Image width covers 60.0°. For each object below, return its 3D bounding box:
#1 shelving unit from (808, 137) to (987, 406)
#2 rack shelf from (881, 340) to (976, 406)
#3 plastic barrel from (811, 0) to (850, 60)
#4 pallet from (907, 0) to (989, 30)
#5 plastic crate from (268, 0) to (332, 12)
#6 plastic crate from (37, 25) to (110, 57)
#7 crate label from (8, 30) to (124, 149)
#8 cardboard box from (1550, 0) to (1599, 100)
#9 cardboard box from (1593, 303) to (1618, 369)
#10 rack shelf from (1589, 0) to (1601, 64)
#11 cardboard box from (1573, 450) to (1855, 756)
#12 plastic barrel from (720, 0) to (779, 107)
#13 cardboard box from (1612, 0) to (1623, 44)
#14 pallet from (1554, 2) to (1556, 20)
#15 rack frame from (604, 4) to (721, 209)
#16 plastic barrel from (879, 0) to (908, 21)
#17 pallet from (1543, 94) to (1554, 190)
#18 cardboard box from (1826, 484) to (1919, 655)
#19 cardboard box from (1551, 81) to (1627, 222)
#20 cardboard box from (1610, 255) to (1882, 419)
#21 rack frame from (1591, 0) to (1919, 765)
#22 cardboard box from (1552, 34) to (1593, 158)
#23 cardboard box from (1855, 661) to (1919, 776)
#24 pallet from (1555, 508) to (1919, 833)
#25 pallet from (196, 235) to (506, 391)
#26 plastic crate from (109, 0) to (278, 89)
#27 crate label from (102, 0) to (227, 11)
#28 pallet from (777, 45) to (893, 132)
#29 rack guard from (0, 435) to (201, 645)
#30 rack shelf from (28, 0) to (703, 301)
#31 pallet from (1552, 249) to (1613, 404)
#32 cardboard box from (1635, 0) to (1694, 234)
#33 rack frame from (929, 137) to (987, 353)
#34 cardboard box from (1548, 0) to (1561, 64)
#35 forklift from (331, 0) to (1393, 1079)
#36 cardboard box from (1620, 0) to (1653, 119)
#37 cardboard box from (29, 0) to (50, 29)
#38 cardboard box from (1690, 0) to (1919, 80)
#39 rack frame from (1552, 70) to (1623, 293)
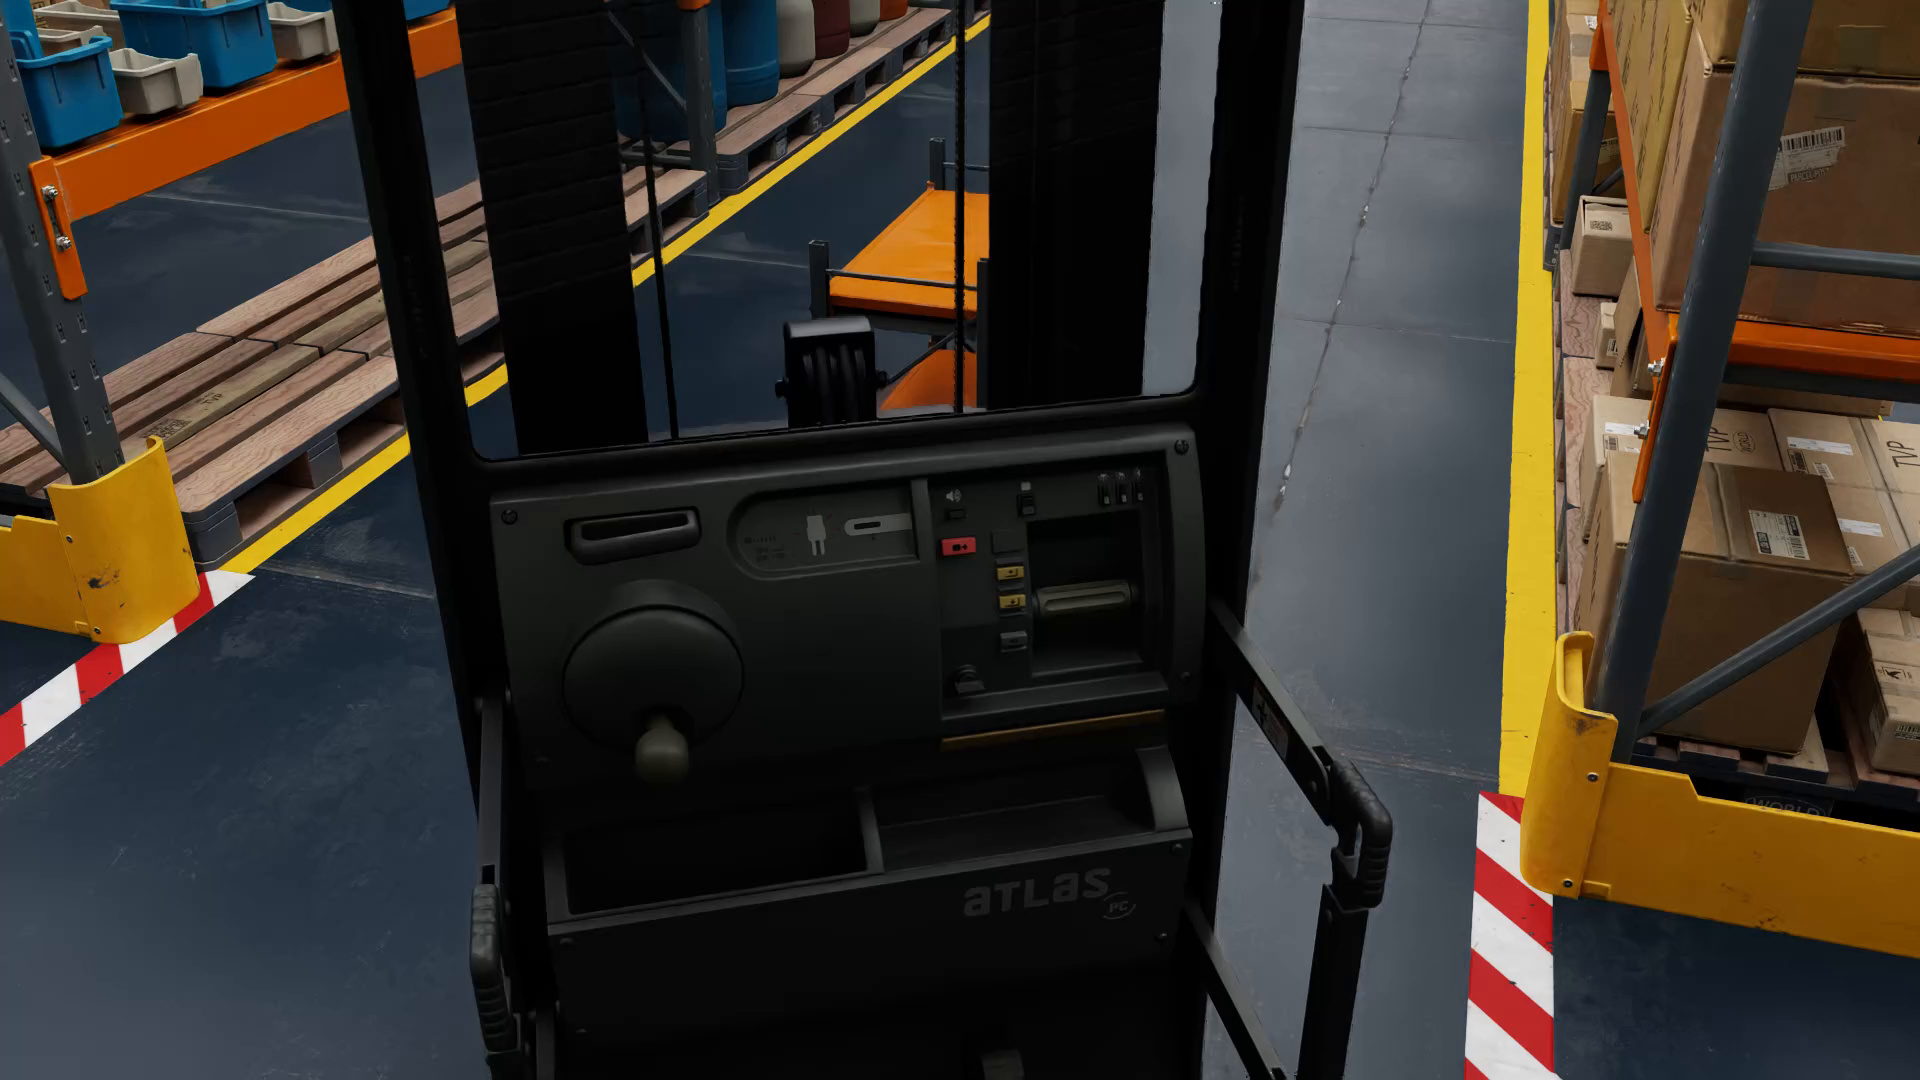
[{"bbox_3d":[-0.002,-0.488,4.971,0.538,1.125,1.048,8,30,15],"label":"shelving unit"},{"bbox_3d":[-0.002,-0.275,5.090,0.538,0.278,1.000,8,30,15],"label":"rack shelf"},{"bbox_3d":[-0.973,-3.274,10.099,0.600,0.588,0.708,8,30,15],"label":"plastic barrel"},{"bbox_3d":[-0.249,-4.035,12.286,1.003,0.211,1.213,8,30,15],"label":"pallet"},{"bbox_3d":[-2.088,-1.814,5.536,0.416,0.233,0.300,8,30,15],"label":"plastic crate"},{"bbox_3d":[-2.796,-1.497,5.065,0.396,0.136,0.243,8,30,15],"label":"plastic crate"},{"bbox_3d":[-2.475,-1.202,4.436,0.416,0.233,0.303,8,30,15],"label":"crate label"},{"bbox_3d":[3.513,-2.643,9.035,0.500,0.500,0.500,8,30,14],"label":"cardboard box"},{"bbox_3d":[2.472,-0.718,5.918,0.380,0.166,0.250,8,30,15],"label":"cardboard box"},{"bbox_3d":[3.633,-2.947,8.202,1.077,0.370,4.000,8,30,15],"label":"rack shelf"},{"bbox_3d":[1.796,0.139,4.033,0.500,0.500,0.500,8,30,15],"label":"cardboard box"},{"bbox_3d":[-1.304,-2.886,9.079,0.600,0.901,0.708,8,30,15],"label":"plastic barrel"},{"bbox_3d":[2.489,-1.939,5.547,0.500,0.500,0.500,9,30,16],"label":"cardboard box"},{"bbox_3d":[4.859,-3.914,12.069,1.003,0.211,1.213,8,30,15],"label":"pallet"},{"bbox_3d":[-1.688,-3.040,7.630,1.000,3.000,0.127,8,30,15],"label":"rack frame"},{"bbox_3d":[-0.641,-3.905,10.984,0.600,0.830,0.708,8,30,15],"label":"plastic barrel"},{"bbox_3d":[3.605,-2.065,8.746,1.003,0.211,1.213,8,30,15],"label":"pallet"},{"bbox_3d":[2.449,0.092,4.375,0.500,0.250,0.500,8,30,15],"label":"cardboard box"},{"bbox_3d":[2.917,-1.702,7.343,0.500,0.500,0.500,8,30,15],"label":"cardboard box"},{"bbox_3d":[2.499,-0.559,5.285,0.797,0.503,0.637,8,30,15],"label":"cardboard box"},{"bbox_3d":[1.872,-0.473,3.015,1.000,3.000,0.127,8,30,15],"label":"rack frame"},{"bbox_3d":[3.218,-2.163,8.172,0.500,0.500,0.500,9,30,15],"label":"cardboard box"},{"bbox_3d":[2.323,0.435,3.862,0.380,0.149,0.250,8,30,15],"label":"cardboard box"},{"bbox_3d":[2.127,0.340,4.422,1.003,0.211,1.213,8,30,15],"label":"pallet"},{"bbox_3d":[-2.223,-0.906,6.661,1.003,0.211,1.213,8,30,15],"label":"pallet"},{"bbox_3d":[-2.282,-1.508,4.986,0.416,0.233,0.300,8,30,15],"label":"plastic crate"},{"bbox_3d":[-2.639,-1.763,5.543,0.396,0.136,0.243,8,30,15],"label":"crate label"},{"bbox_3d":[-1.065,-2.743,9.964,1.003,0.211,1.213,8,30,15],"label":"pallet"},{"bbox_3d":[-2.857,-0.076,4.873,1.175,0.500,0.348,8,30,15],"label":"rack guard"},{"bbox_3d":[-2.275,-1.797,6.134,1.077,0.370,4.000,8,30,15],"label":"rack shelf"},{"bbox_3d":[2.844,-0.794,6.461,1.003,0.211,1.213,8,30,15],"label":"pallet"},{"bbox_3d":[1.892,-1.005,3.869,0.500,0.500,0.500,9,30,15],"label":"cardboard box"},{"bbox_3d":[0.147,-0.725,5.396,0.500,1.125,0.032,8,30,15],"label":"rack frame"},{"bbox_3d":[3.813,-3.120,9.891,0.500,0.500,0.500,10,31,17],"label":"cardboard box"},{"bbox_3d":[-0.076,0.127,2.007,1.130,2.935,3.031,-6,30,-11],"label":"forklift"},{"bbox_3d":[2.192,-1.470,4.705,0.500,0.500,0.500,8,30,14],"label":"cardboard box"},{"bbox_3d":[-6.254,-3.302,9.854,1.225,0.875,0.875,9,30,15],"label":"cardboard box"},{"bbox_3d":[1.740,-1.200,3.190,0.500,0.500,0.500,8,30,14],"label":"cardboard box"},{"bbox_3d":[3.046,-2.332,6.356,1.000,3.000,0.127,8,30,15],"label":"rack frame"}]
